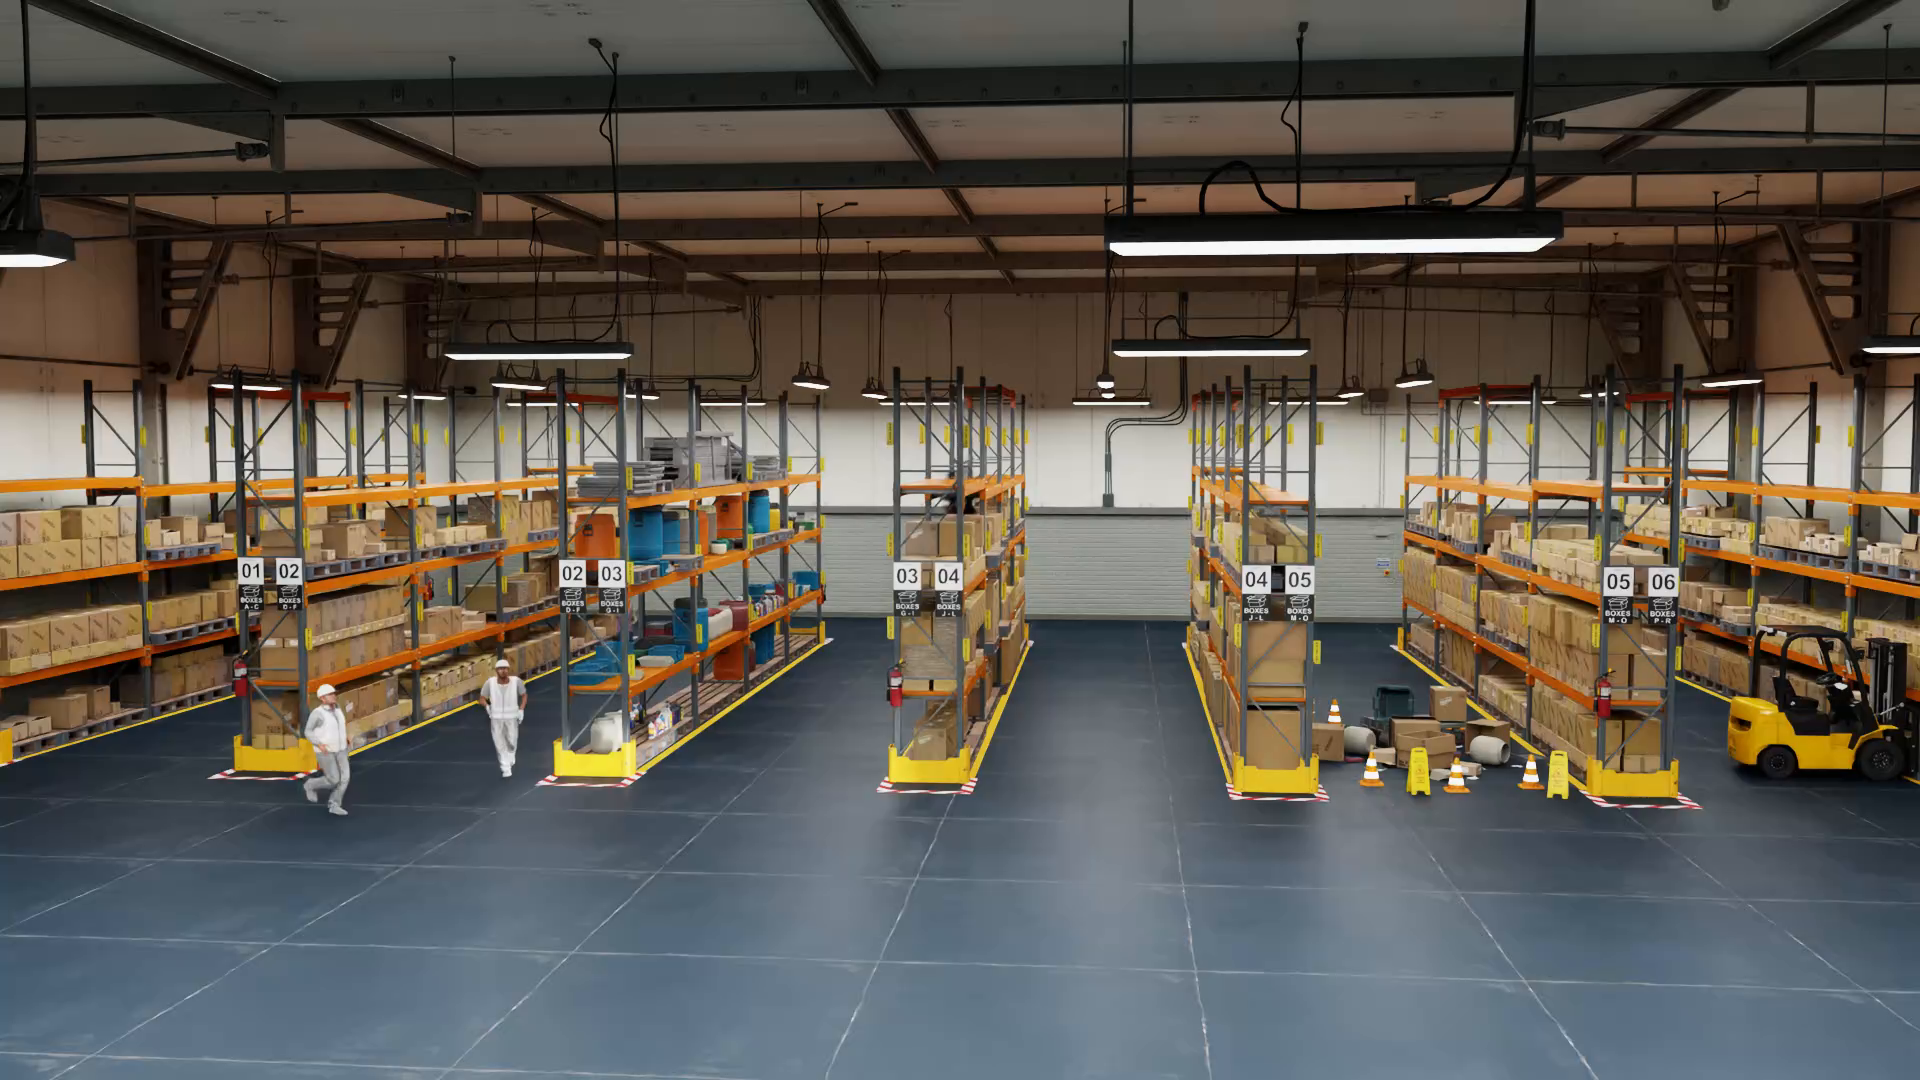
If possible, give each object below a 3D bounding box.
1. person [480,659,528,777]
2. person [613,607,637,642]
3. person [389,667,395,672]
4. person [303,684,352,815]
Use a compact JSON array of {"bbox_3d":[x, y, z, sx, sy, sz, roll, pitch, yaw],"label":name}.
[{"bbox_3d":[-6.722,2.621,24.497,0.683,1.740,0.615,-1,4,-13],"label":"person"},{"bbox_3d":[-7.264,1.987,36.032,0.539,1.551,0.622,0,4,1],"label":"person"},{"bbox_3d":[-11.144,2.163,32.275,0.636,1.726,0.827,0,4,6],"label":"person"},{"bbox_3d":[-8.396,2.775,22.072,0.624,1.734,0.664,2,4,24],"label":"person"}]
